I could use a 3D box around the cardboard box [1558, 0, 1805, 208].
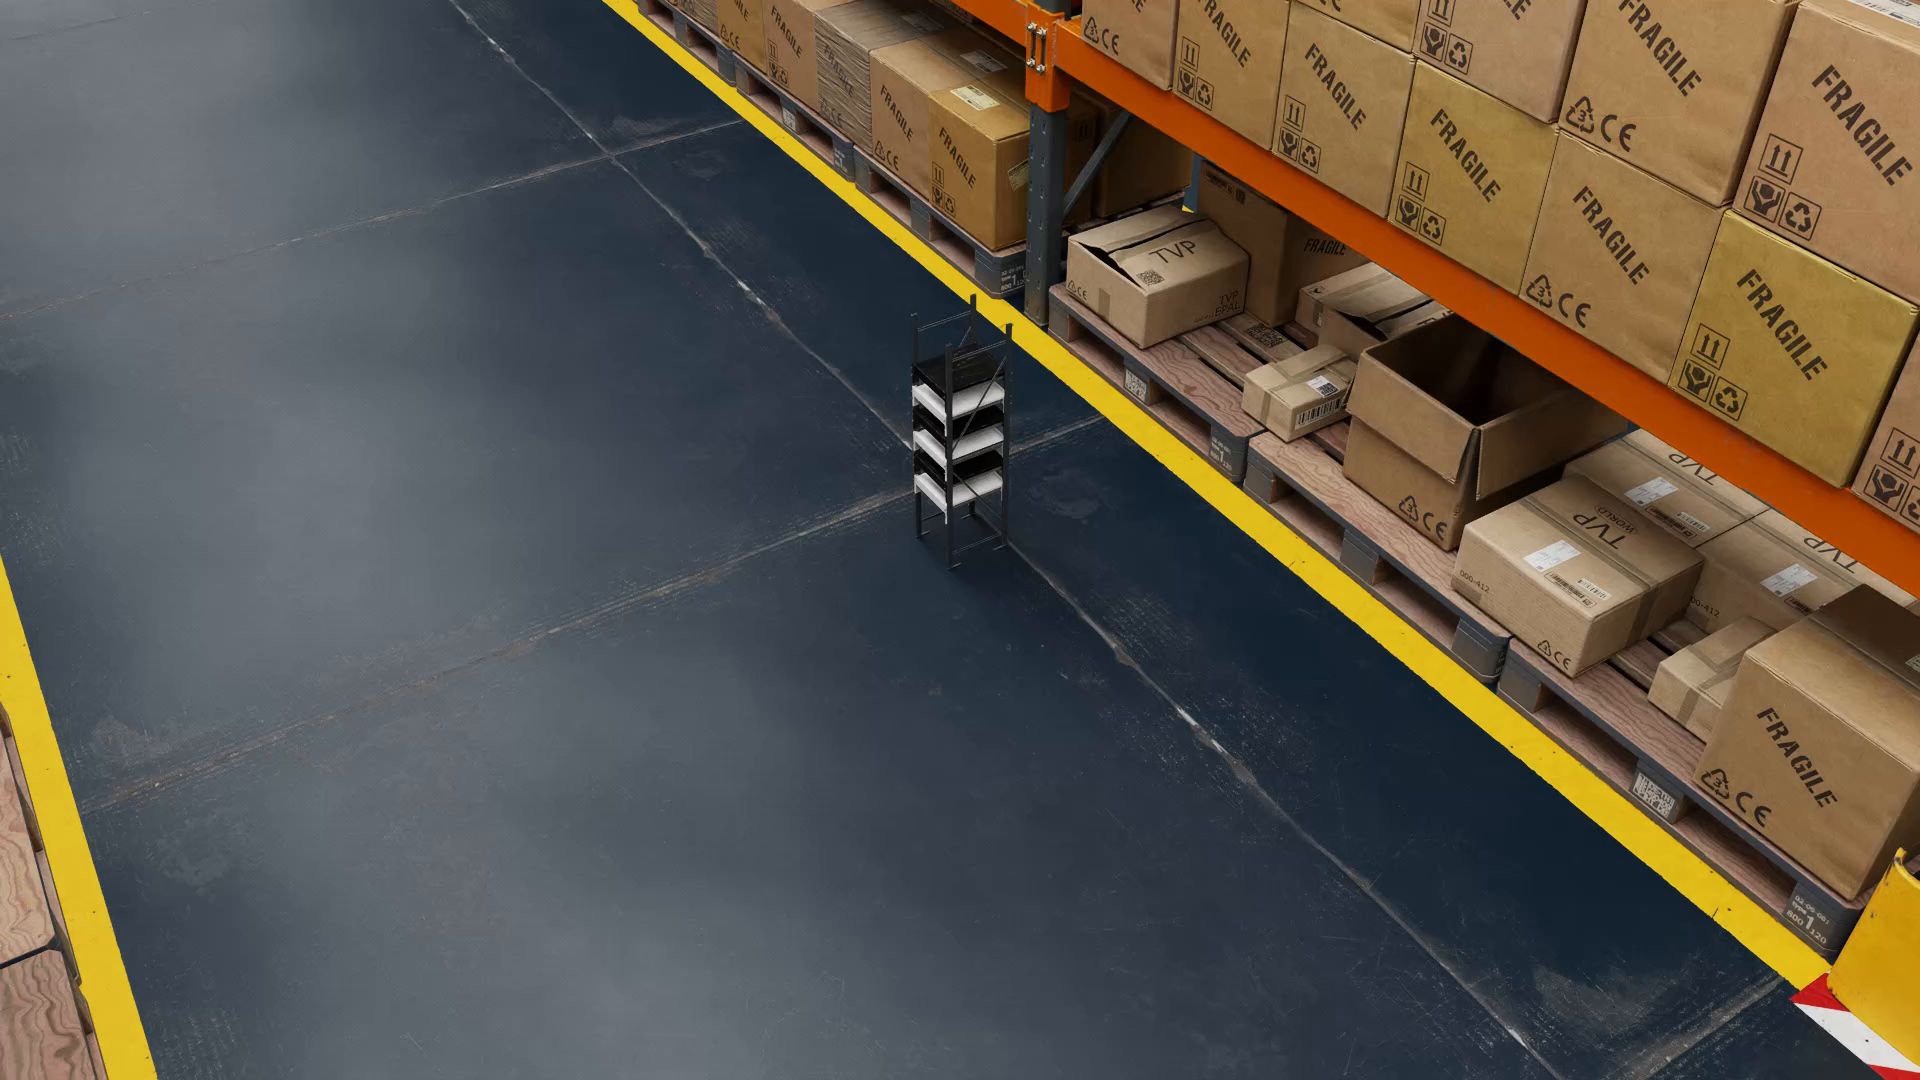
[{"bbox_3d":[1.842,-1.178,3.961,0.500,0.500,0.500,-21,44,-23],"label":"cardboard box"}]

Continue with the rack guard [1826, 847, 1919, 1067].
[{"bbox_3d":[2.827,0.860,4.327,1.175,0.500,0.348,-22,45,-24],"label":"rack guard"}]

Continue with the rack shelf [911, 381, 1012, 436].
[{"bbox_3d":[0.004,-0.454,5.363,0.258,0.077,0.200,-22,45,-24],"label":"rack shelf"}]

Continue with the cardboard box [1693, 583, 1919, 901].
[{"bbox_3d":[2.368,0.524,4.387,0.500,0.500,0.500,-22,45,-24],"label":"cardboard box"}]

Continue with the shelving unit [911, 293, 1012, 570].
[{"bbox_3d":[0.004,-0.341,5.457,0.258,0.900,0.210,-22,45,-24],"label":"shelving unit"}]

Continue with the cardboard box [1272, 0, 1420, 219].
[{"bbox_3d":[1.306,-1.341,4.938,0.500,0.500,0.500,-22,45,-25],"label":"cardboard box"}]

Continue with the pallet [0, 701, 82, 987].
[{"bbox_3d":[-3.033,0.940,4.457,1.003,0.211,1.213,-22,45,-24],"label":"pallet"}]

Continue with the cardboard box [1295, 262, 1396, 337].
[{"bbox_3d":[1.515,-0.900,6.370,0.380,0.149,0.250,-22,45,-24],"label":"cardboard box"}]

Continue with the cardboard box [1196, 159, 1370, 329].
[{"bbox_3d":[1.263,-1.217,6.476,0.500,0.500,0.500,-22,45,-24],"label":"cardboard box"}]

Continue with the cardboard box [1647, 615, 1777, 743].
[{"bbox_3d":[2.226,0.402,4.794,0.380,0.166,0.250,-22,45,-24],"label":"cardboard box"}]

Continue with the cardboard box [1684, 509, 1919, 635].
[{"bbox_3d":[2.546,0.167,5.010,0.500,0.250,0.500,-22,45,-24],"label":"cardboard box"}]

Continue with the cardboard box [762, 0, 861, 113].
[{"bbox_3d":[-0.593,-2.408,7.906,0.500,0.500,0.500,-24,45,-26],"label":"cardboard box"}]

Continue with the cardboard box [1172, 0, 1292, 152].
[{"bbox_3d":[1.039,-1.612,5.263,0.500,0.500,0.500,-21,44,-24],"label":"cardboard box"}]

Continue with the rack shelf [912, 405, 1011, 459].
[{"bbox_3d":[0.004,-0.385,5.420,0.258,0.077,0.200,-22,45,-24],"label":"rack shelf"}]

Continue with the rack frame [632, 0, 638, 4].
[{"bbox_3d":[-1.434,-4.377,8.659,1.000,3.000,0.127,-22,45,-24],"label":"rack frame"}]

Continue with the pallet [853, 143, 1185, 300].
[{"bbox_3d":[0.248,-1.573,7.472,1.003,0.211,1.213,-22,45,-24],"label":"pallet"}]

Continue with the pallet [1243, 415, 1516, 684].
[{"bbox_3d":[1.746,-0.116,5.725,1.003,0.211,1.213,-22,45,-24],"label":"pallet"}]

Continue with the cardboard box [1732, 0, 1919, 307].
[{"bbox_3d":[2.124,-0.899,3.627,0.500,0.500,0.500,-21,44,-23],"label":"cardboard box"}]

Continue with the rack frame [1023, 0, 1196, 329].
[{"bbox_3d":[0.717,-2.218,6.068,1.000,3.000,0.127,-22,45,-24],"label":"rack frame"}]

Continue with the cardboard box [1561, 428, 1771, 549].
[{"bbox_3d":[2.277,-0.102,5.334,0.500,0.250,0.500,-22,45,-24],"label":"cardboard box"}]

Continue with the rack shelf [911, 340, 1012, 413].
[{"bbox_3d":[0.004,-0.523,5.305,0.258,0.077,0.200,-22,45,-24],"label":"rack shelf"}]

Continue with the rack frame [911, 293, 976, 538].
[{"bbox_3d":[-0.050,-0.396,5.523,0.240,0.900,0.006,-22,45,-24],"label":"rack frame"}]

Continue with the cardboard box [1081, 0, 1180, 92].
[{"bbox_3d":[0.761,-1.887,5.594,0.500,0.500,0.500,-21,44,-23],"label":"cardboard box"}]

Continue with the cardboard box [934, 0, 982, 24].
[{"bbox_3d":[0.125,-2.599,7.549,0.500,0.250,0.500,-22,45,-24],"label":"cardboard box"}]

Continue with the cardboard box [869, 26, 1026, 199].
[{"bbox_3d":[-0.049,-1.864,7.253,0.500,0.500,0.500,-22,45,-24],"label":"cardboard box"}]

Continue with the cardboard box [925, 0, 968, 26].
[{"bbox_3d":[0.104,-2.328,7.809,0.500,0.500,0.500,-22,44,-24],"label":"cardboard box"}]

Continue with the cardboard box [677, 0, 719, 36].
[{"bbox_3d":[-1.144,-2.961,8.569,0.500,0.500,0.500,-24,45,-26],"label":"cardboard box"}]

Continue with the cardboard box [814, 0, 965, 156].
[{"bbox_3d":[-0.318,-2.135,7.578,0.500,0.500,0.500,-22,44,-24],"label":"cardboard box"}]

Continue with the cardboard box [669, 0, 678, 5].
[{"bbox_3d":[-1.430,-3.241,8.906,0.500,0.500,0.500,-20,44,-23],"label":"cardboard box"}]

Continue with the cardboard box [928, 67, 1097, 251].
[{"bbox_3d":[0.210,-1.594,6.929,0.500,0.500,0.500,-22,45,-25],"label":"cardboard box"}]

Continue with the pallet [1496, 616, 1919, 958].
[{"bbox_3d":[2.398,0.542,4.935,1.003,0.211,1.213,-22,45,-24],"label":"pallet"}]

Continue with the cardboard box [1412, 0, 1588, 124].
[{"bbox_3d":[1.565,-1.455,4.294,0.500,0.500,0.500,-21,44,-23],"label":"cardboard box"}]

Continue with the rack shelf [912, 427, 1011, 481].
[{"bbox_3d":[0.004,-0.316,5.478,0.258,0.077,0.200,-22,45,-24],"label":"rack shelf"}]

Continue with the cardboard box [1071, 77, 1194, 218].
[{"bbox_3d":[0.662,-1.772,7.142,0.500,0.500,0.500,-24,46,-26],"label":"cardboard box"}]

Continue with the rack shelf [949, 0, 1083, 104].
[{"bbox_3d":[-0.358,-3.021,7.594,1.077,0.370,4.000,-22,45,-24],"label":"rack shelf"}]

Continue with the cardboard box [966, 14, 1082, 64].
[{"bbox_3d":[0.366,-2.056,7.483,0.500,0.500,0.500,-22,44,-24],"label":"cardboard box"}]

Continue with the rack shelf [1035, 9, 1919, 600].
[{"bbox_3d":[1.792,-0.862,5.003,1.077,0.370,4.000,-22,45,-24],"label":"rack shelf"}]

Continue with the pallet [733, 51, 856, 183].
[{"bbox_3d":[-0.412,-2.232,8.263,1.003,0.211,1.213,-22,45,-24],"label":"pallet"}]

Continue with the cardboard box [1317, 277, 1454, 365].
[{"bbox_3d":[1.666,-0.739,6.051,0.500,0.311,0.500,-22,45,-24],"label":"cardboard box"}]

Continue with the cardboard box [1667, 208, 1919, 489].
[{"bbox_3d":[2.116,-0.524,3.958,0.500,0.500,0.500,-22,45,-24],"label":"cardboard box"}]

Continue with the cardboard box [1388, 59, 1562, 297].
[{"bbox_3d":[1.581,-1.067,4.610,0.500,0.500,0.500,-23,45,-25],"label":"cardboard box"}]

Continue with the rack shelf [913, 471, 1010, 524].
[{"bbox_3d":[0.004,-0.177,5.593,0.258,0.077,0.200,-22,45,-24],"label":"rack shelf"}]

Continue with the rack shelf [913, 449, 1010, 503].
[{"bbox_3d":[0.004,-0.247,5.536,0.258,0.077,0.200,-22,45,-24],"label":"rack shelf"}]

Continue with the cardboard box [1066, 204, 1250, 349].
[{"bbox_3d":[0.760,-1.053,6.427,0.500,0.311,0.500,-22,45,-24],"label":"cardboard box"}]

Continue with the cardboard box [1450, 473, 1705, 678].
[{"bbox_3d":[1.882,0.097,5.095,0.500,0.250,0.500,-22,45,-24],"label":"cardboard box"}]

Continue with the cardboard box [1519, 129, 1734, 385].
[{"bbox_3d":[1.852,-0.795,4.283,0.500,0.500,0.500,-22,45,-24],"label":"cardboard box"}]

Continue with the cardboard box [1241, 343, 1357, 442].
[{"bbox_3d":[1.234,-0.534,5.917,0.380,0.166,0.250,-22,45,-24],"label":"cardboard box"}]

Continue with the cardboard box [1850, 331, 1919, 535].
[{"bbox_3d":[2.398,-0.245,3.623,0.500,0.500,0.500,-21,44,-23],"label":"cardboard box"}]

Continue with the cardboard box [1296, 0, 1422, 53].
[{"bbox_3d":[1.287,-1.733,4.628,0.500,0.500,0.500,-24,45,-26],"label":"cardboard box"}]

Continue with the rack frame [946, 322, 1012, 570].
[{"bbox_3d":[0.059,-0.286,5.391,0.240,0.900,0.006,-22,45,-24],"label":"rack frame"}]

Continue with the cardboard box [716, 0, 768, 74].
[{"bbox_3d":[-0.878,-2.688,8.242,0.500,0.500,0.500,-23,45,-25],"label":"cardboard box"}]

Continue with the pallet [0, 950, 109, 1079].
[{"bbox_3d":[-2.373,1.599,3.666,1.003,0.211,1.213,-22,45,-24],"label":"pallet"}]

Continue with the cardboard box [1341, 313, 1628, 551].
[{"bbox_3d":[1.732,-0.416,5.512,0.797,0.503,0.637,-22,45,-24],"label":"cardboard box"}]

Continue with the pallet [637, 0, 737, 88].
[{"bbox_3d":[-1.064,-2.890,9.053,1.003,0.211,1.213,-22,45,-24],"label":"pallet"}]

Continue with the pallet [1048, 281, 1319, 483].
[{"bbox_3d":[1.086,-0.775,6.516,1.003,0.211,1.213,-22,45,-24],"label":"pallet"}]
